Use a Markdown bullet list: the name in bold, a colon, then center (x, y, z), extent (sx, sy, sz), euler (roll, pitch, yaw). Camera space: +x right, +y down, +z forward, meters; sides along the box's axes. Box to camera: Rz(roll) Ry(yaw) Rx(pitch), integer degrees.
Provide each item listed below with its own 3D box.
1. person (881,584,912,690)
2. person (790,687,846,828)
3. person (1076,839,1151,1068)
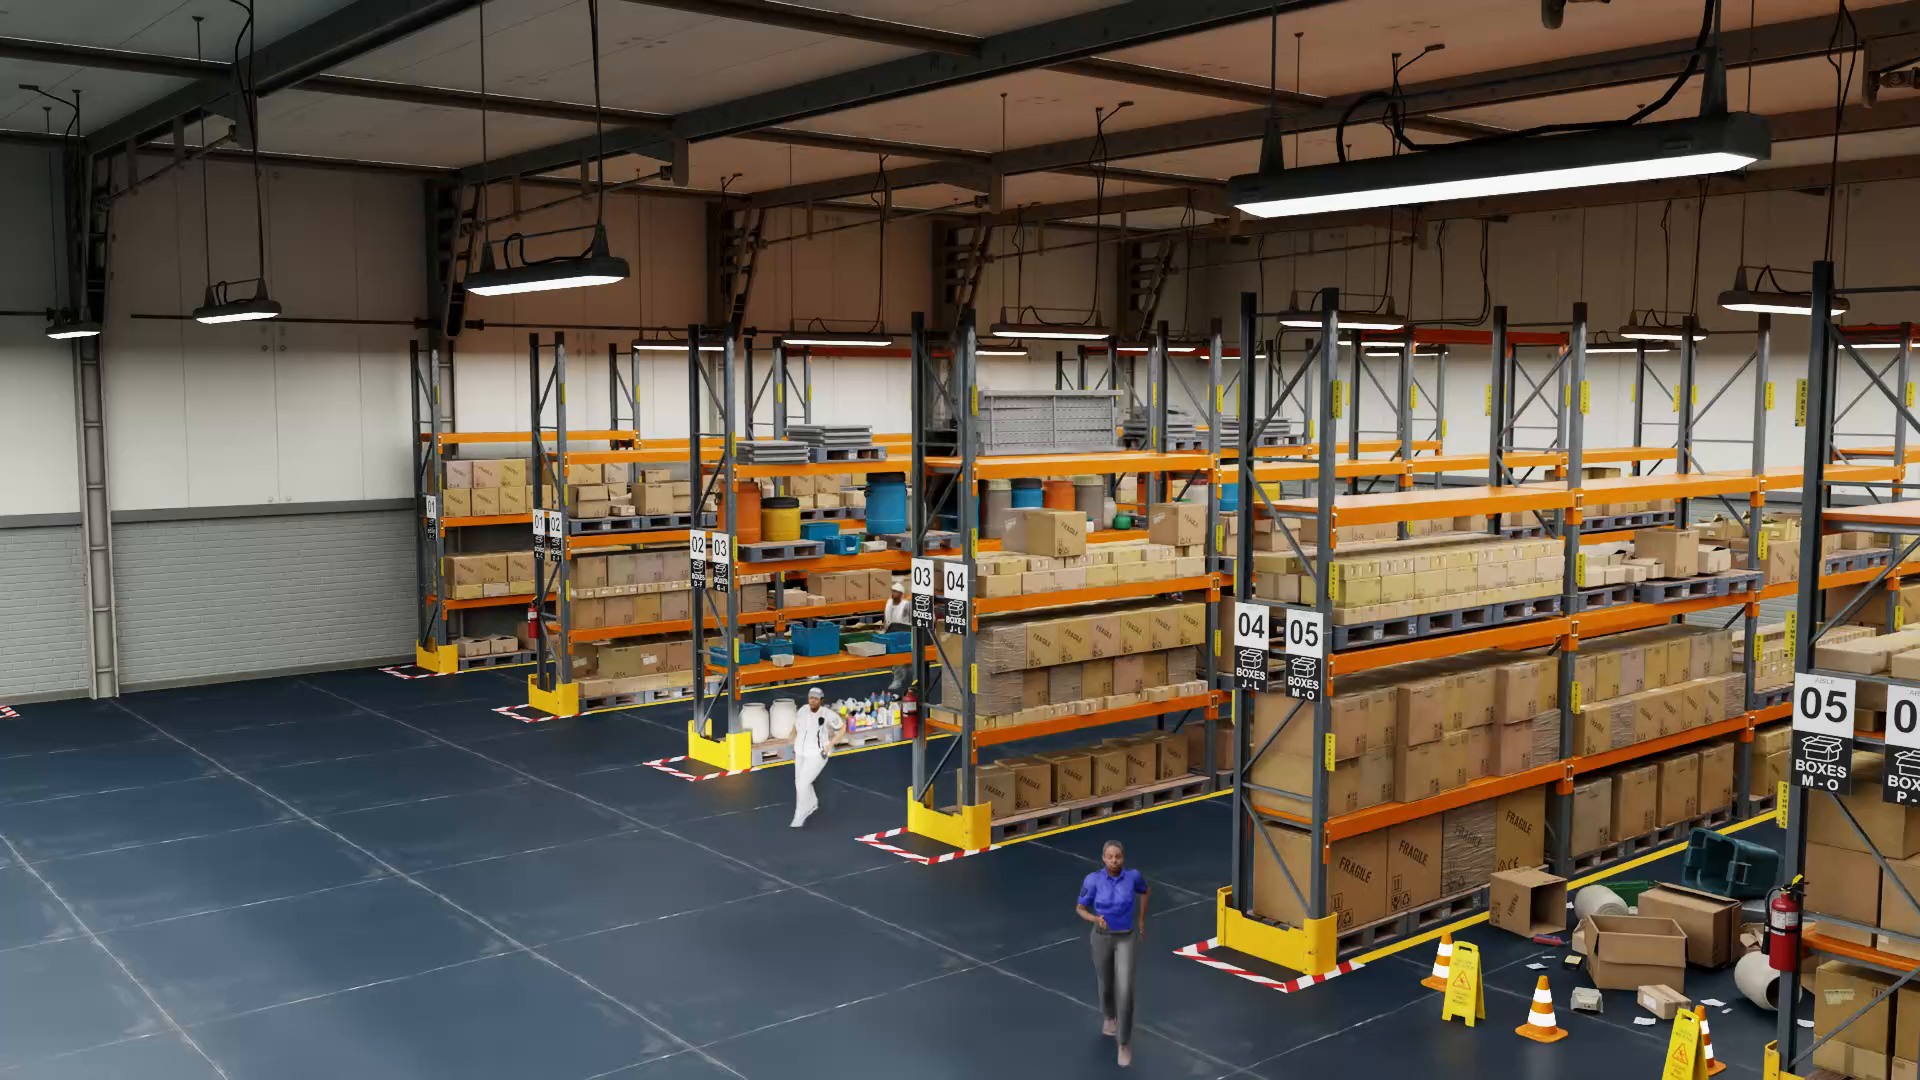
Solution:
- **person**: center (-0.987, 1.596, 27.788), extent (0.704, 1.755, 0.619), euler (4, 7, 38)
- **person**: center (-1.723, 2.560, 19.568), extent (0.632, 1.680, 0.688), euler (4, 6, 34)
- **person**: center (1.183, 3.210, 12.890), extent (0.567, 1.614, 0.766), euler (1, 5, 8)
